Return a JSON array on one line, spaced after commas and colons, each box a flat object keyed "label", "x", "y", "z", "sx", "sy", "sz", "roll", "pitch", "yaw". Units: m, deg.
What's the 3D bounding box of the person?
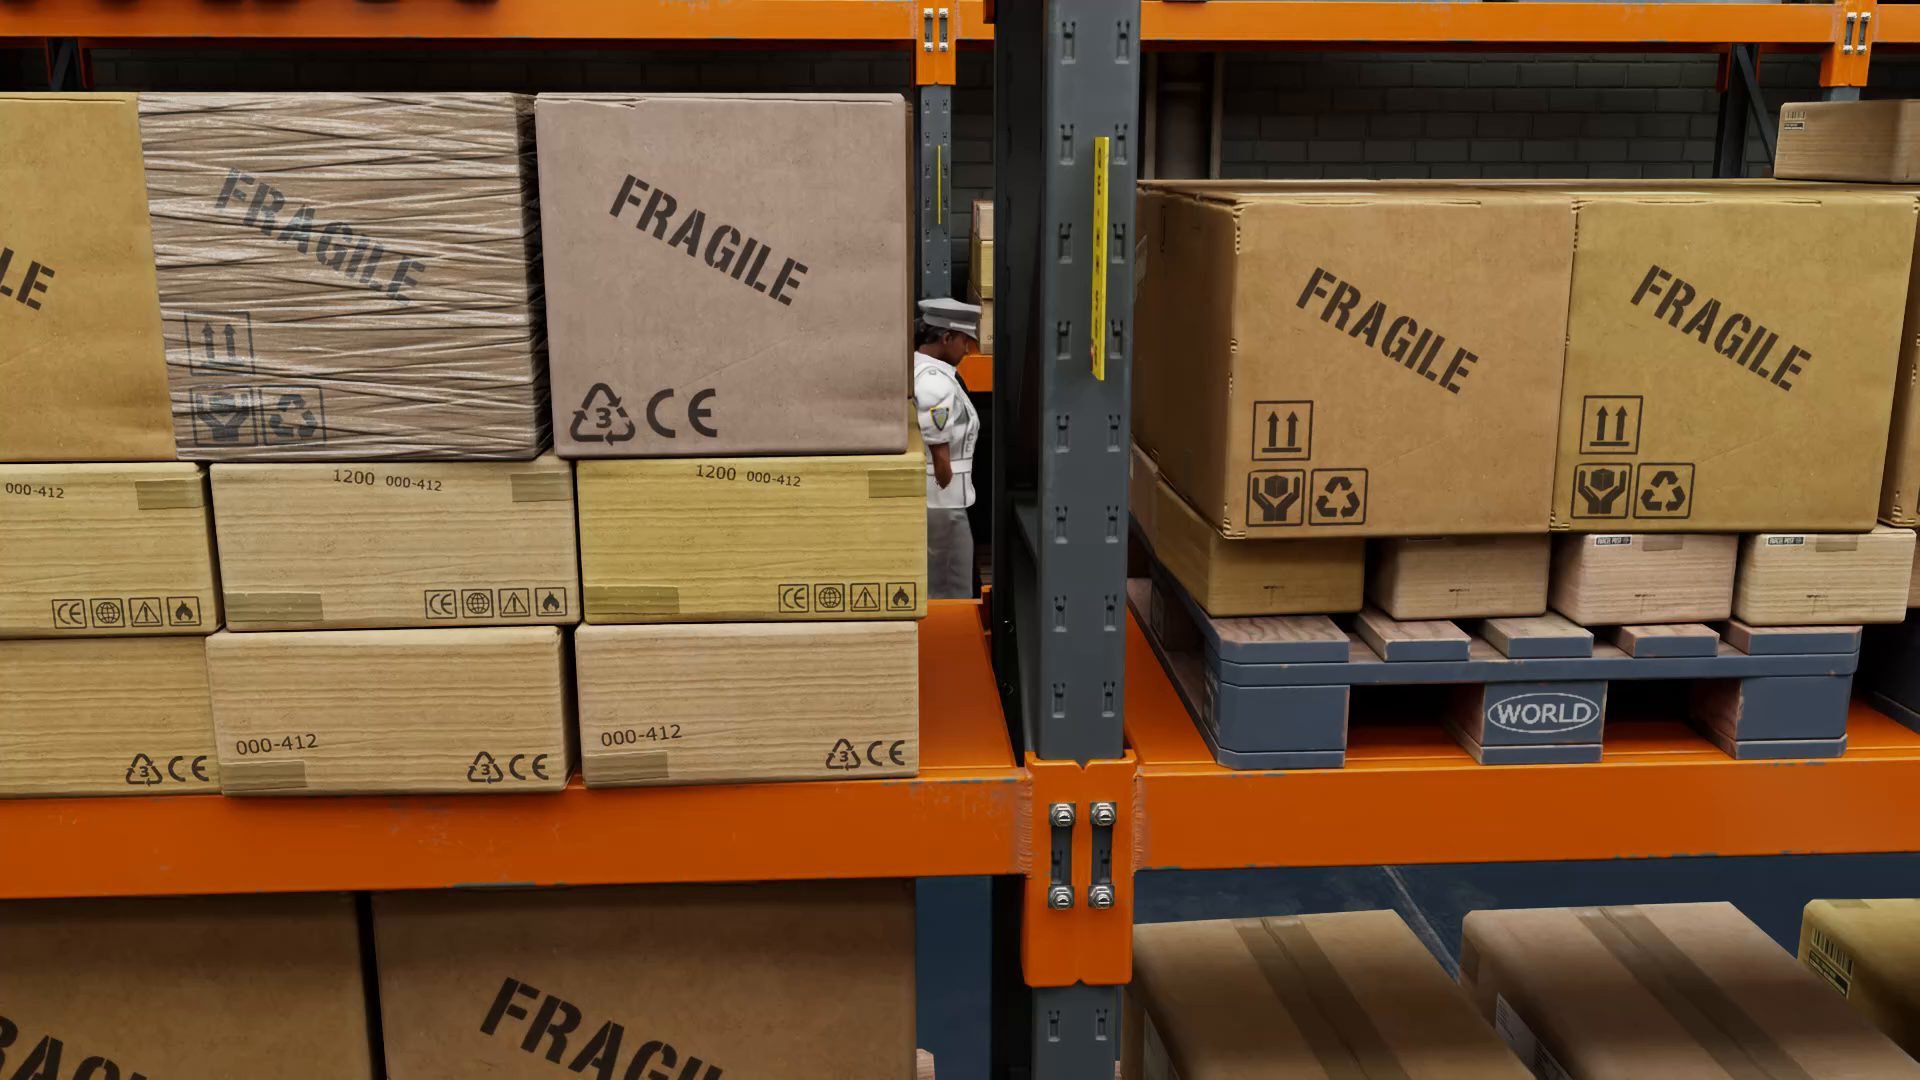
[{"label": "person", "x": -0.084, "y": -0.112, "z": 6.498, "sx": 0.336, "sy": 1.654, "sz": 0.441, "roll": -2, "pitch": 14, "yaw": -7}]
